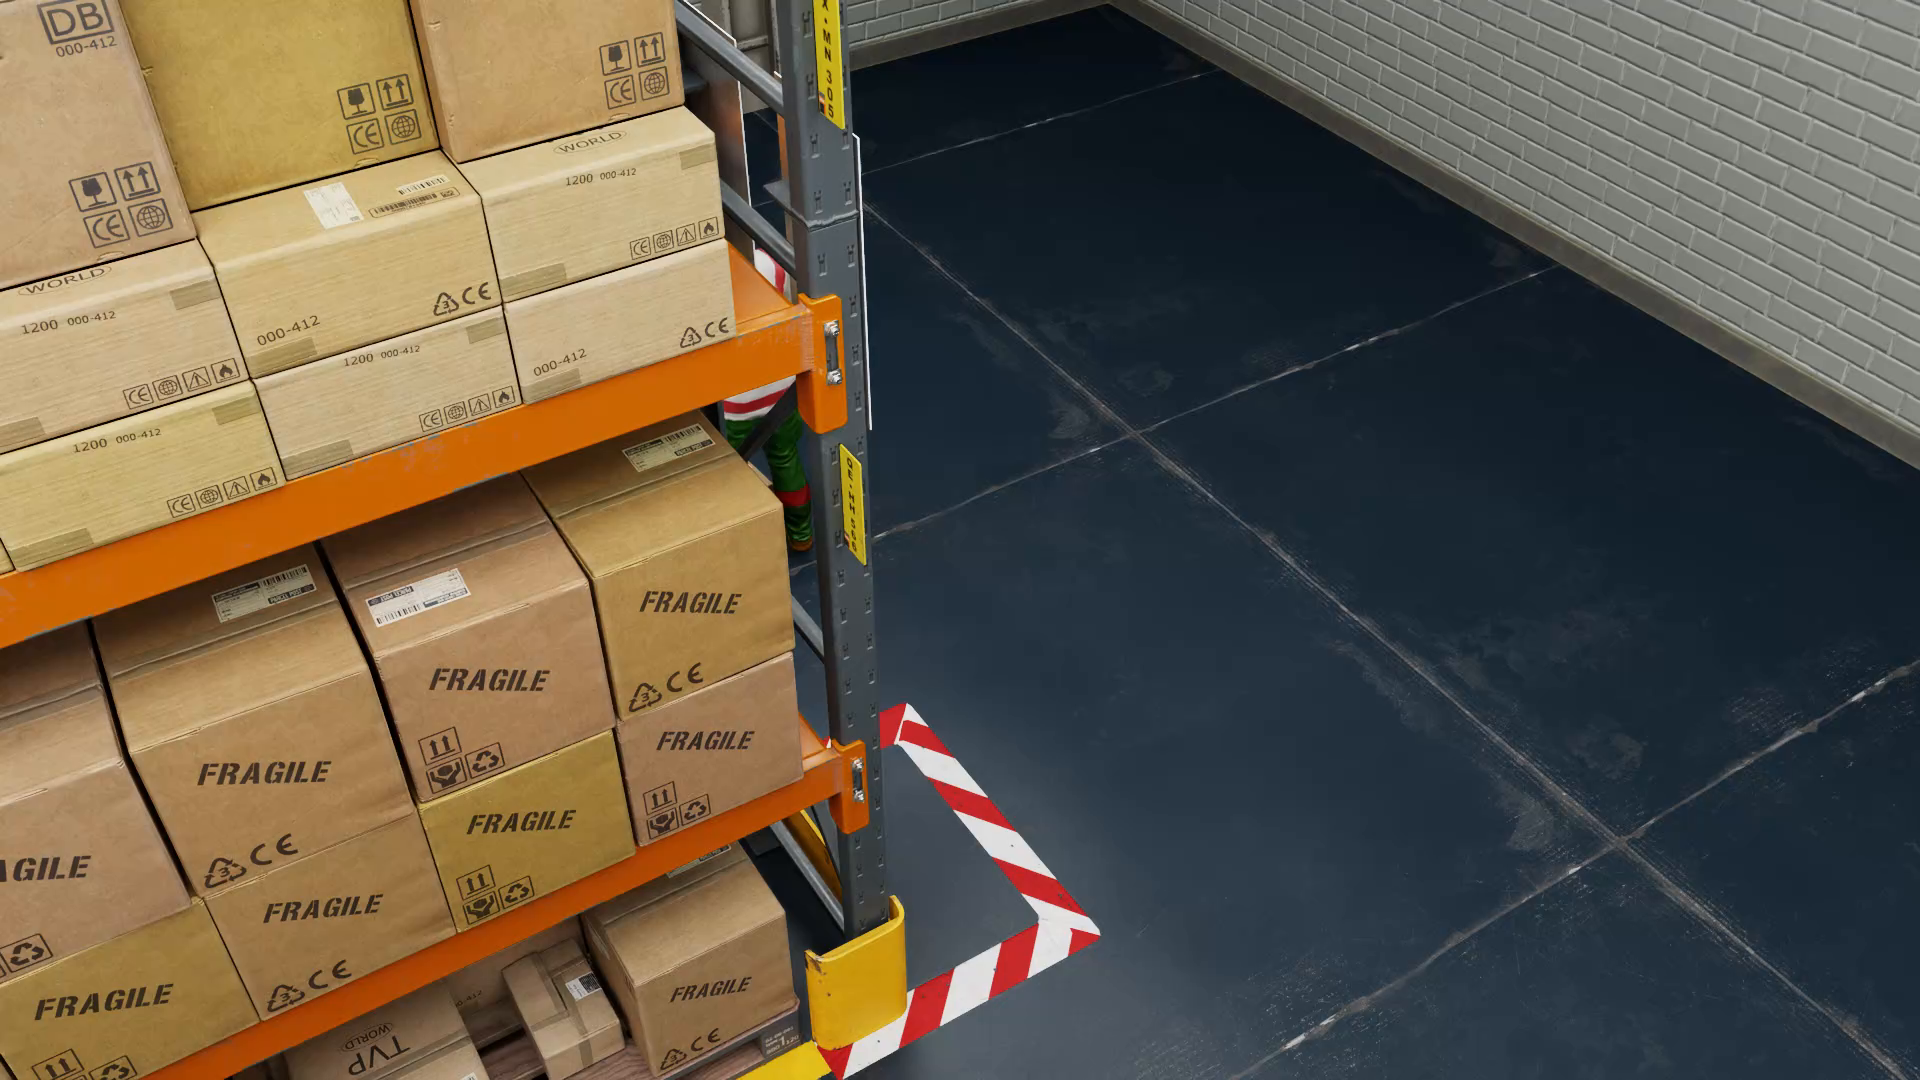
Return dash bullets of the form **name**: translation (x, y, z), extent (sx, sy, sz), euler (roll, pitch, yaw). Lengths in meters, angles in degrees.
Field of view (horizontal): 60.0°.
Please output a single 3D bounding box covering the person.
- **person**: translation (-0.897, -0.629, 6.885), extent (0.622, 1.779, 0.452), euler (-24, 46, -25)
